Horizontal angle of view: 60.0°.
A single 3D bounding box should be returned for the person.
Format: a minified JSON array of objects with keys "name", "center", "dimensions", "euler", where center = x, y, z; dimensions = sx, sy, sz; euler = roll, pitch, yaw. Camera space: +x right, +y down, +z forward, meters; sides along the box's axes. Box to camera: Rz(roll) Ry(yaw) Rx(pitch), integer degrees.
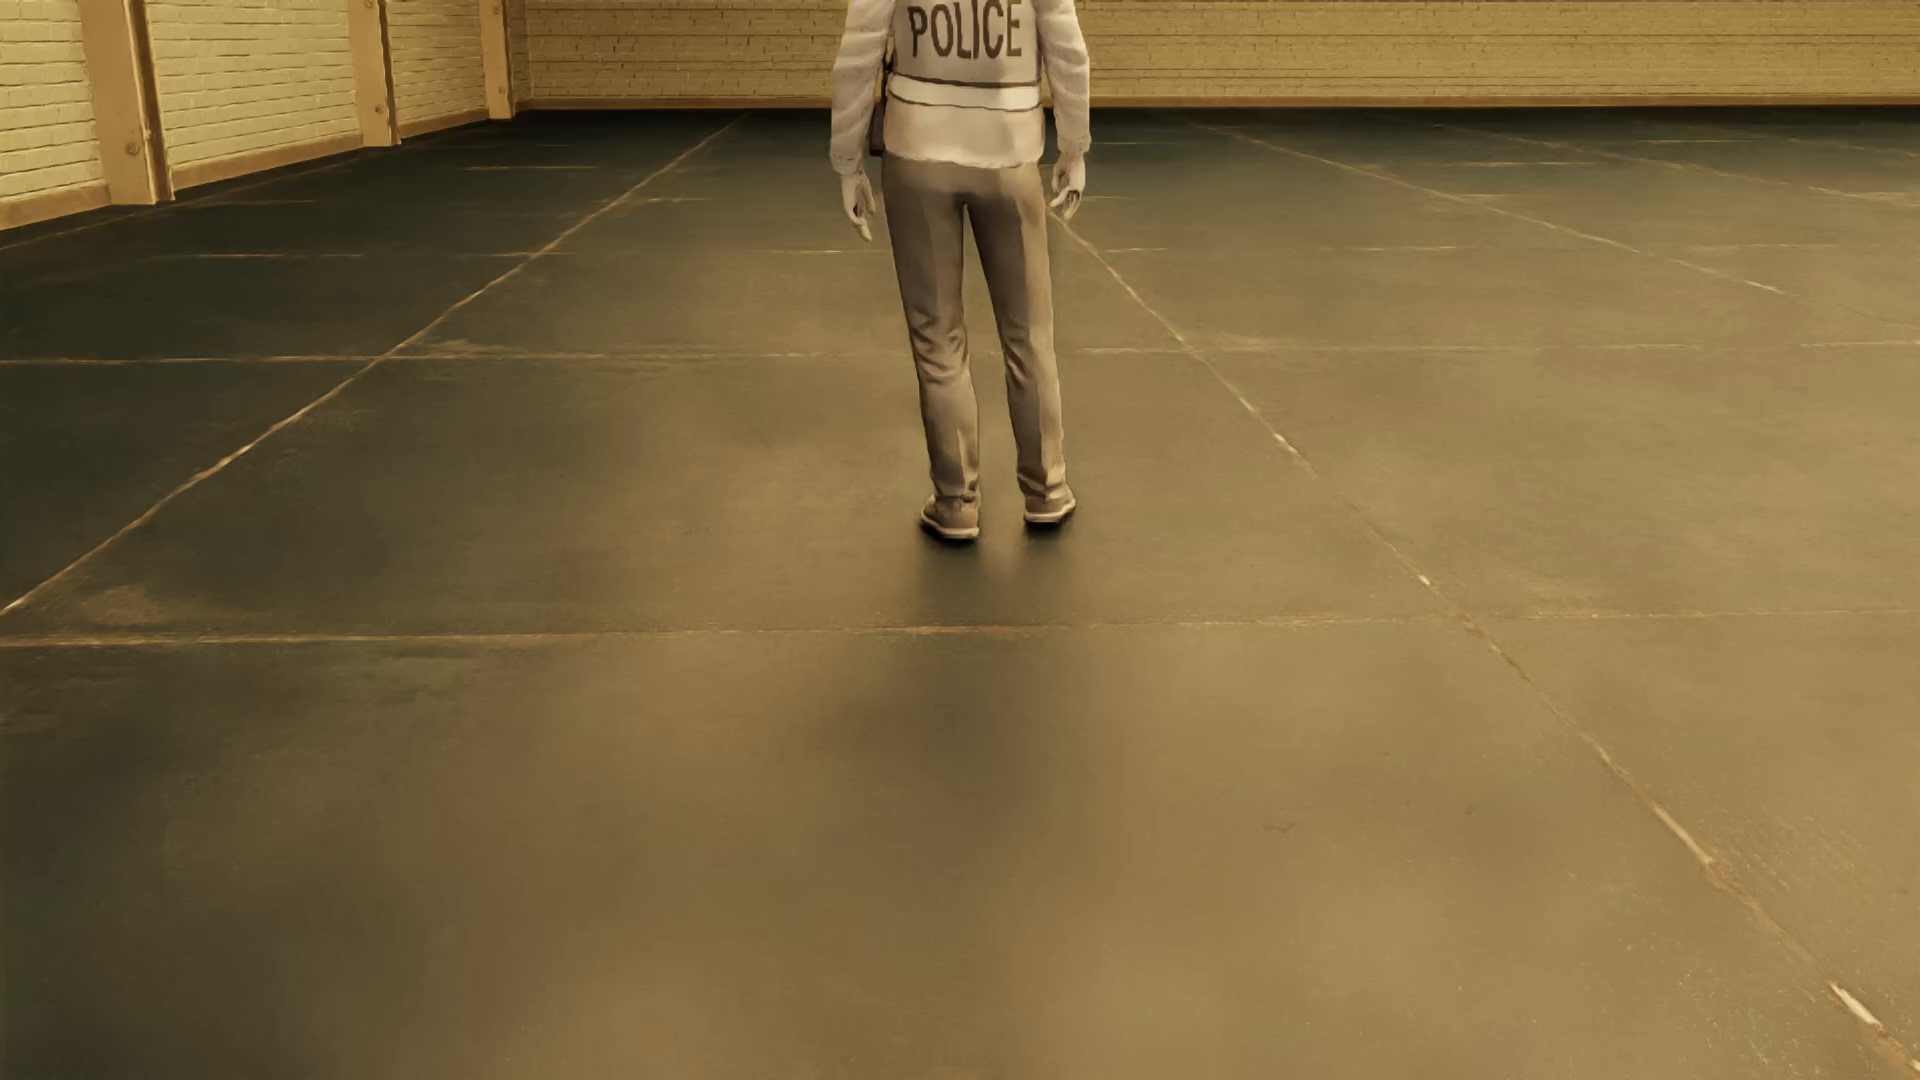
[{"name":"person","center":[0.004,-0.837,3.733],"dimensions":[0.586,1.695,0.532],"euler":[-1,17,-3]}]
